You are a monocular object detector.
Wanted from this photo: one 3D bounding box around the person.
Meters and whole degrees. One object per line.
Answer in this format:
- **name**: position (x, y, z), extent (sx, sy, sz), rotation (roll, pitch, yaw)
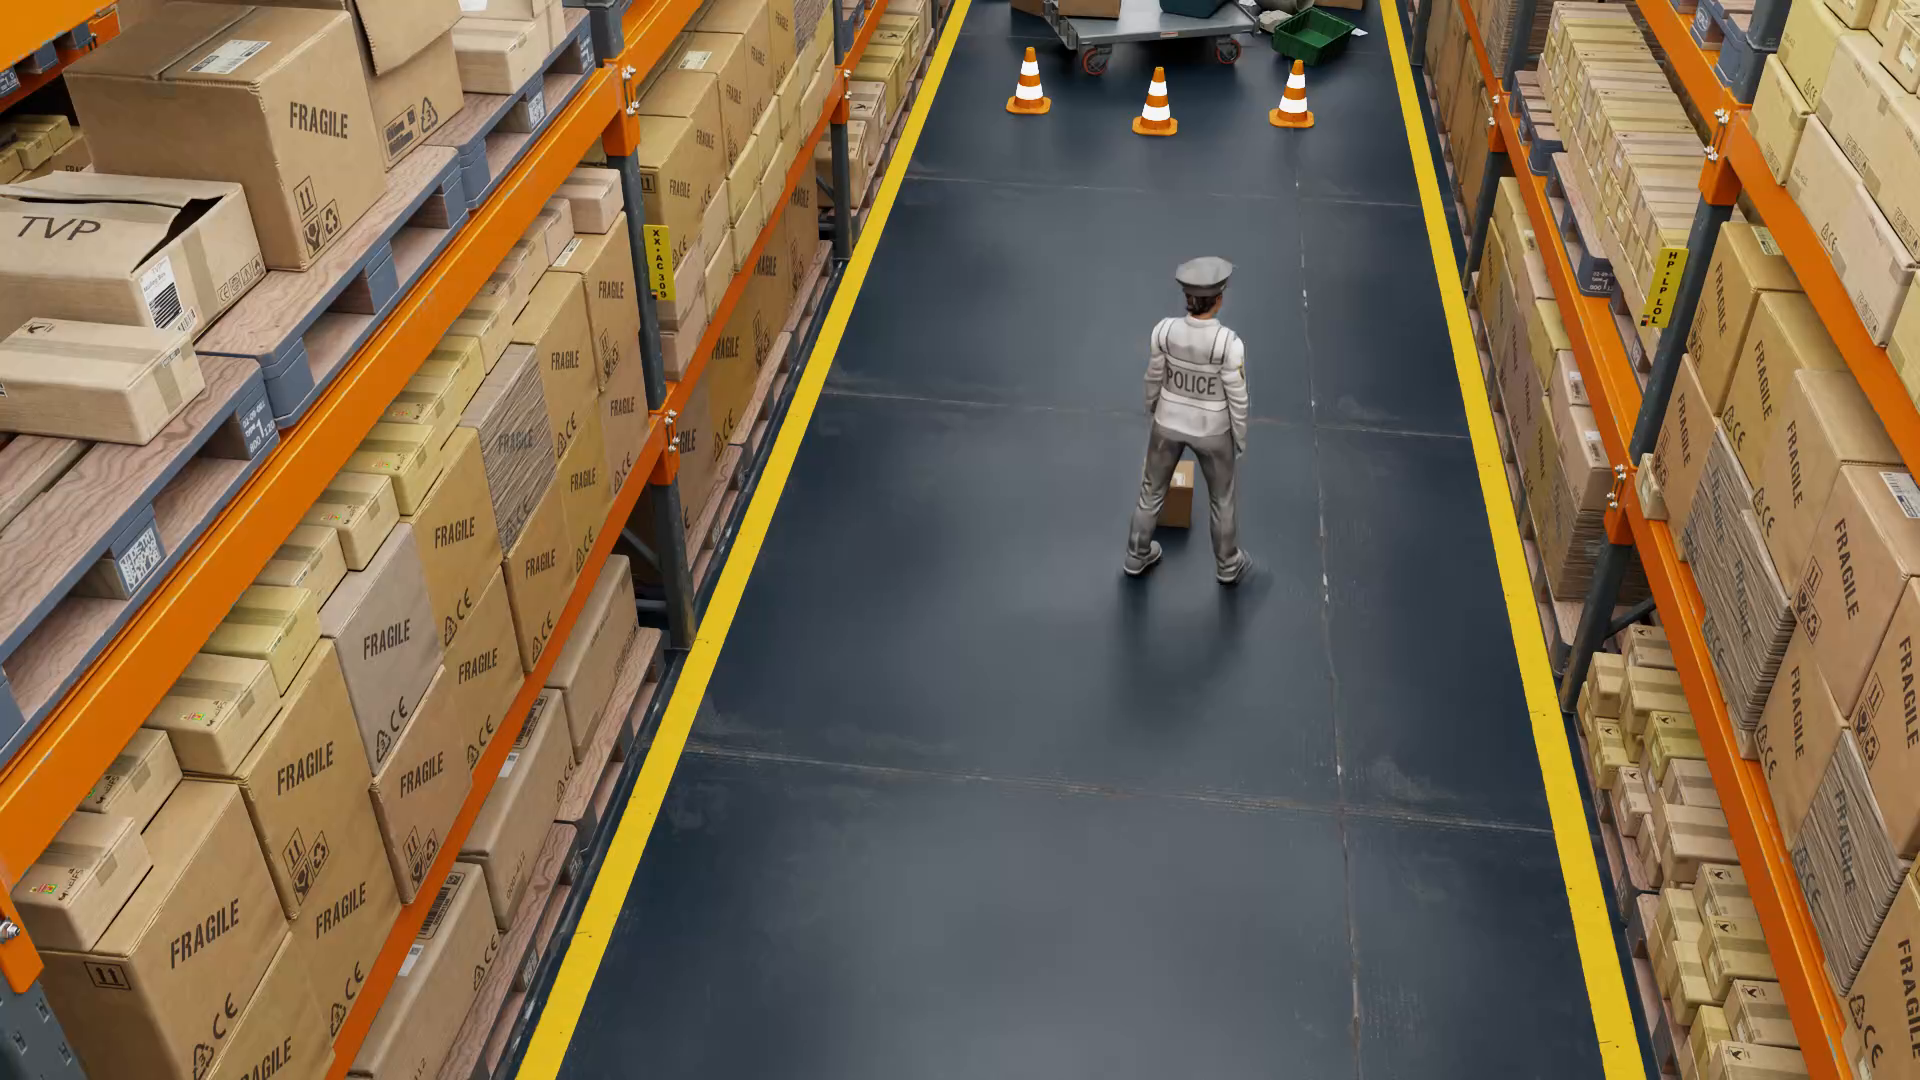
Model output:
- **person**: position (1.116, -0.537, 7.759), extent (0.538, 1.674, 0.413), rotation (14, 39, 19)
